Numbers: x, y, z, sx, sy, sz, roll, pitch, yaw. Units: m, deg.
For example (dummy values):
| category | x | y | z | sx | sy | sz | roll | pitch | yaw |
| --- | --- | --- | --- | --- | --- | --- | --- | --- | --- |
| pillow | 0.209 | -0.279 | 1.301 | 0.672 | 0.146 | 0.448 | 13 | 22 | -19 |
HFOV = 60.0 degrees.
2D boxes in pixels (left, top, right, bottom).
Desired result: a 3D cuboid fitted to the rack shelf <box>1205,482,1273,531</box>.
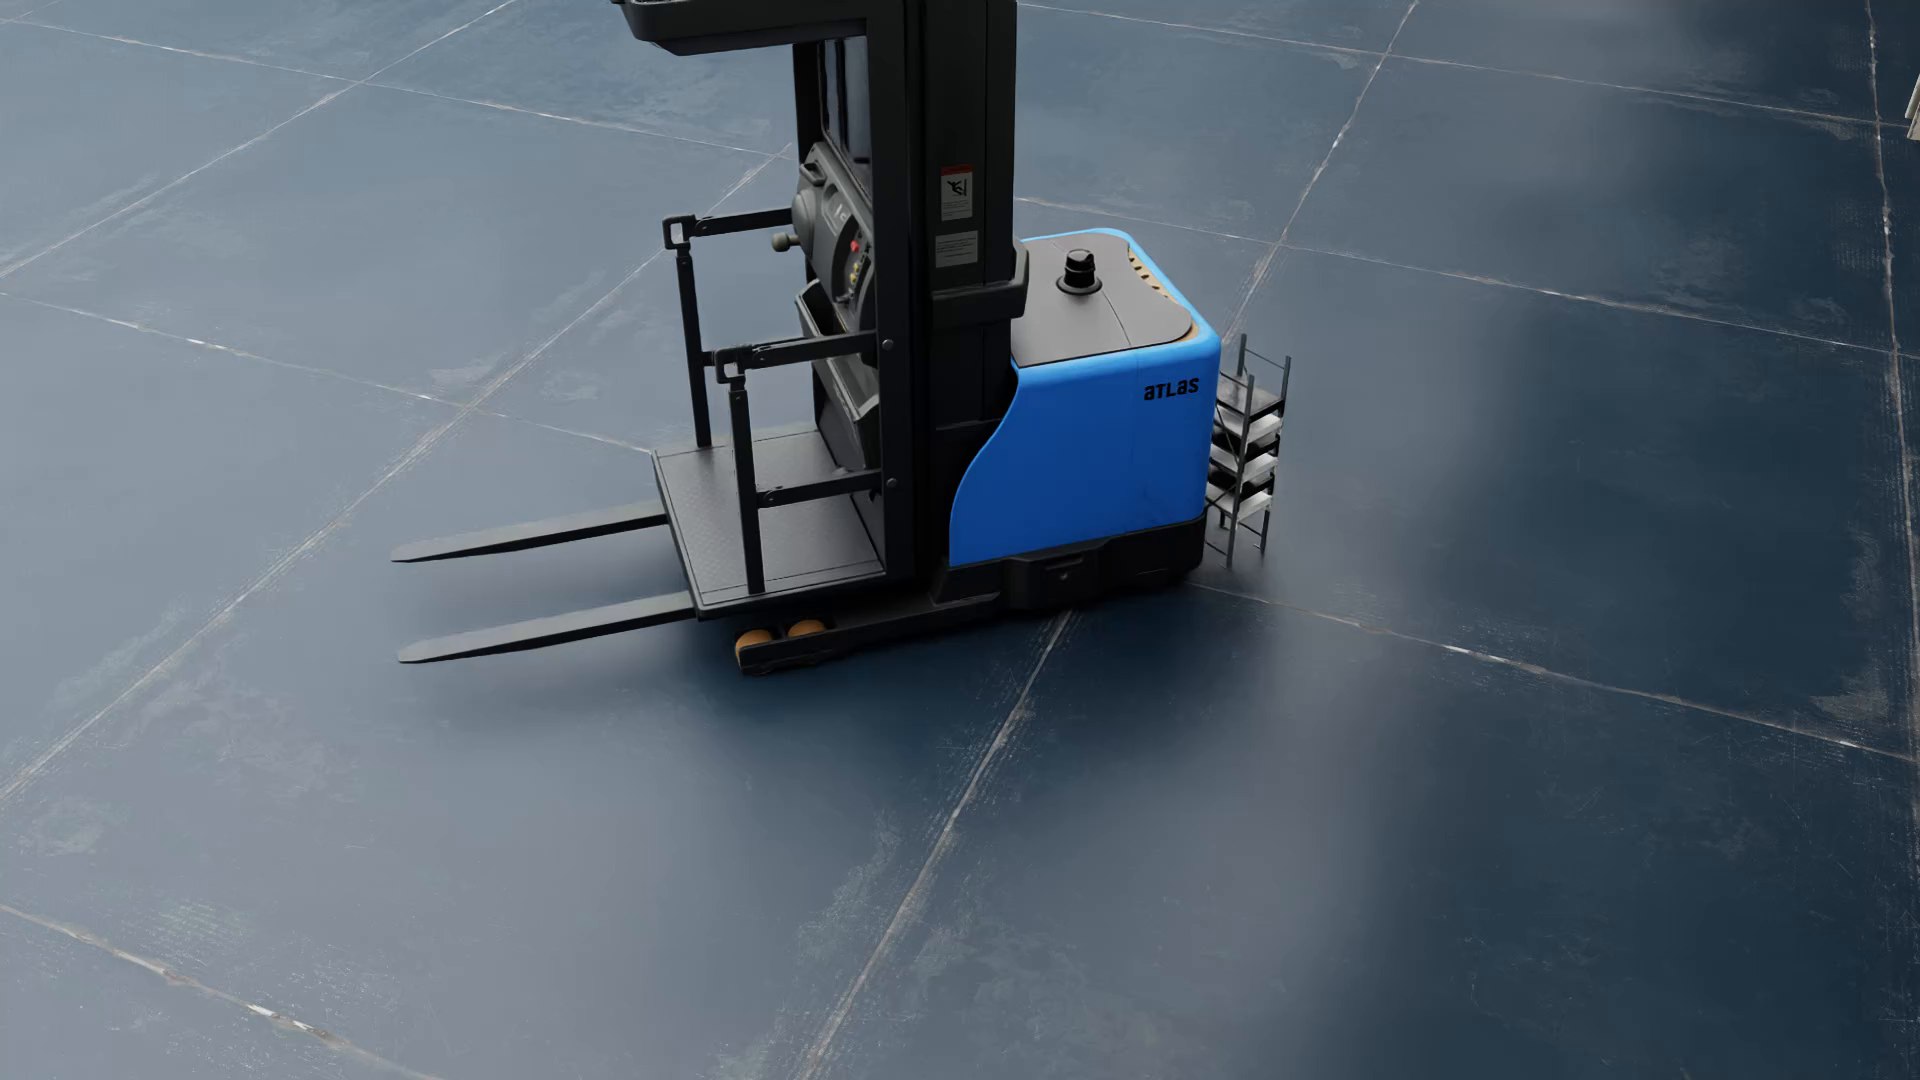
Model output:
| category | x | y | z | sx | sy | sz | roll | pitch | yaw |
| --- | --- | --- | --- | --- | --- | --- | --- | --- | --- |
| rack shelf | 1.070 | -0.161 | 6.571 | 0.200 | 0.077 | 0.258 | -27 | 44 | -31 |

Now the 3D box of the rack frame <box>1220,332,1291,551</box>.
| category | x | y | z | sx | sy | sz | roll | pitch | yaw |
| --- | --- | --- | --- | --- | --- | --- | --- | --- | --- |
| rack frame | 1.147 | -0.372 | 6.496 | 0.006 | 0.900 | 0.240 | -27 | 44 | -31 |

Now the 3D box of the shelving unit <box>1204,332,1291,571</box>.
| category | x | y | z | sx | sy | sz | roll | pitch | yaw |
| --- | --- | --- | --- | --- | --- | --- | --- | --- | --- |
| shelving unit | 1.070 | -0.332 | 6.443 | 0.210 | 0.900 | 0.258 | -27 | 44 | -31 |

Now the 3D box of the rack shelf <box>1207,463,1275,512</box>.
| category | x | y | z | sx | sy | sz | roll | pitch | yaw |
| --- | --- | --- | --- | --- | --- | --- | --- | --- | --- |
| rack shelf | 1.070 | -0.234 | 6.517 | 0.200 | 0.077 | 0.258 | -27 | 44 | -31 |

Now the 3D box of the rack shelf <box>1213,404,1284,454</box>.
| category | x | y | z | sx | sy | sz | roll | pitch | yaw |
| --- | --- | --- | --- | --- | --- | --- | --- | --- | --- |
| rack shelf | 1.070 | -0.450 | 6.355 | 0.200 | 0.077 | 0.258 | -27 | 44 | -31 |

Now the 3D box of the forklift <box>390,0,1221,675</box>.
| category | x | y | z | sx | sy | sz | roll | pitch | yaw |
| --- | --- | --- | --- | --- | --- | --- | --- | --- | --- |
| forklift | -0.622 | -1.035 | 5.686 | 3.031 | 2.935 | 1.130 | -11 | 38 | -14 |

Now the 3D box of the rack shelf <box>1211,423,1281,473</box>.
| category | x | y | z | sx | sy | sz | roll | pitch | yaw |
| --- | --- | --- | --- | --- | --- | --- | --- | --- | --- |
| rack shelf | 1.070 | -0.378 | 6.409 | 0.200 | 0.077 | 0.258 | -27 | 44 | -31 |

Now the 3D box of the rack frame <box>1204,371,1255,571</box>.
| category | x | y | z | sx | sy | sz | roll | pitch | yaw |
| --- | --- | --- | --- | --- | --- | --- | --- | --- | --- |
| rack frame | 0.992 | -0.293 | 6.390 | 0.006 | 0.900 | 0.240 | -27 | 44 | -31 |

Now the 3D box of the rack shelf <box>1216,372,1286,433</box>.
| category | x | y | z | sx | sy | sz | roll | pitch | yaw |
| --- | --- | --- | --- | --- | --- | --- | --- | --- | --- |
| rack shelf | 1.070 | -0.522 | 6.301 | 0.200 | 0.077 | 0.258 | -27 | 44 | -31 |

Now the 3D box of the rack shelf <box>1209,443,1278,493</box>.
| category | x | y | z | sx | sy | sz | roll | pitch | yaw |
| --- | --- | --- | --- | --- | --- | --- | --- | --- | --- |
| rack shelf | 1.070 | -0.306 | 6.463 | 0.200 | 0.077 | 0.258 | -27 | 44 | -31 |
